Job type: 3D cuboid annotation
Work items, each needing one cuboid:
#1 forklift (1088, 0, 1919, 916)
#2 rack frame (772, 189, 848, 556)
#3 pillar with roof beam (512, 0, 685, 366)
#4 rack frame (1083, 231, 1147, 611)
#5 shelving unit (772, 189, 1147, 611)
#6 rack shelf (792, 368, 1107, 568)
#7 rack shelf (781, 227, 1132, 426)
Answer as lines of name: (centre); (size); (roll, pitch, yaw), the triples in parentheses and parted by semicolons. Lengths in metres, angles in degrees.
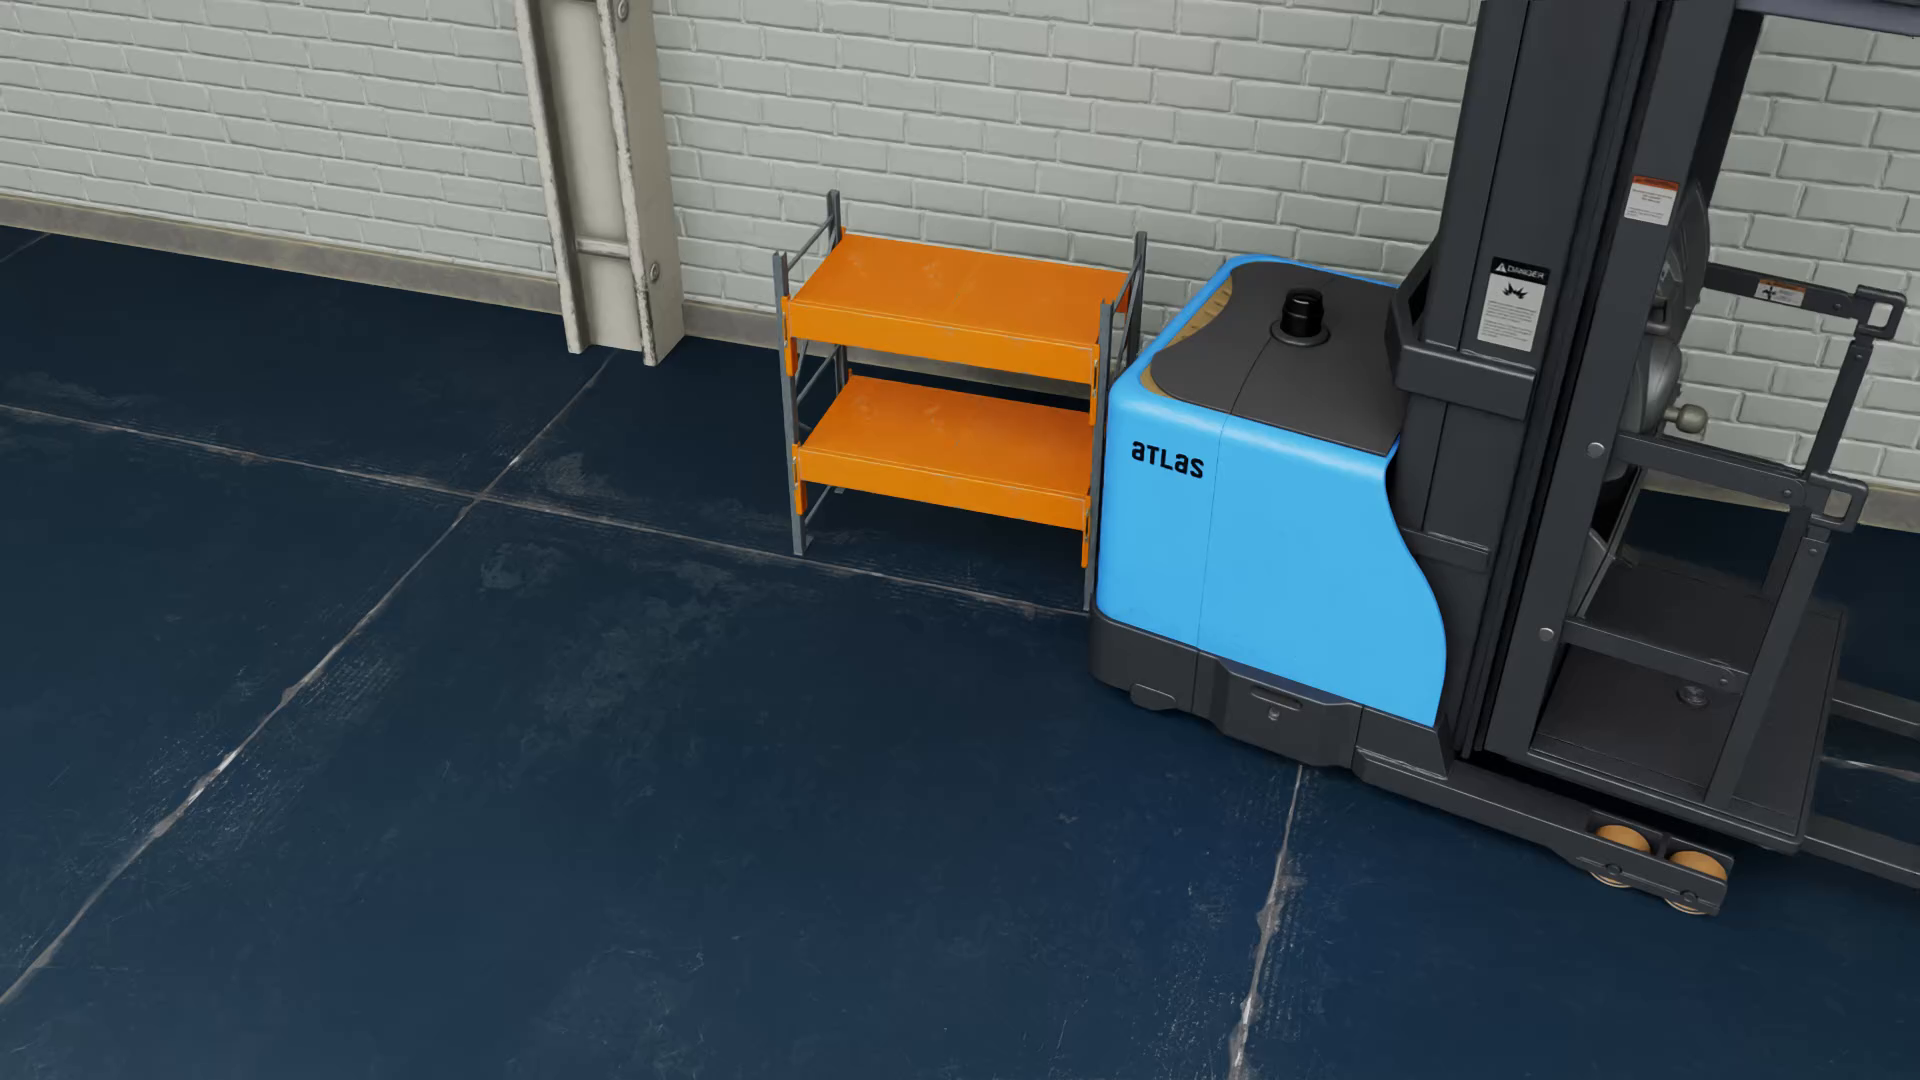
forklift: (1.933, -0.553, 4.028); (3.031, 2.935, 1.130); (18, 40, 23)
rack frame: (-0.479, -0.542, 5.537); (0.032, 1.125, 0.500); (10, 38, 14)
pillar with roof beam: (-2.652, -2.009, 0.889); (0.400, 9.000, 9.100); (10, 38, 14)
rack frame: (0.492, -0.362, 5.293); (0.032, 1.125, 0.500); (10, 38, 14)
shelving unit: (0.006, -0.452, 5.415); (1.048, 1.125, 0.538); (10, 38, 14)
rack shelf: (0.006, -0.255, 5.560); (1.000, 0.278, 0.538); (10, 38, 14)
rack shelf: (0.006, -0.688, 5.241); (1.000, 0.278, 0.538); (10, 38, 14)
